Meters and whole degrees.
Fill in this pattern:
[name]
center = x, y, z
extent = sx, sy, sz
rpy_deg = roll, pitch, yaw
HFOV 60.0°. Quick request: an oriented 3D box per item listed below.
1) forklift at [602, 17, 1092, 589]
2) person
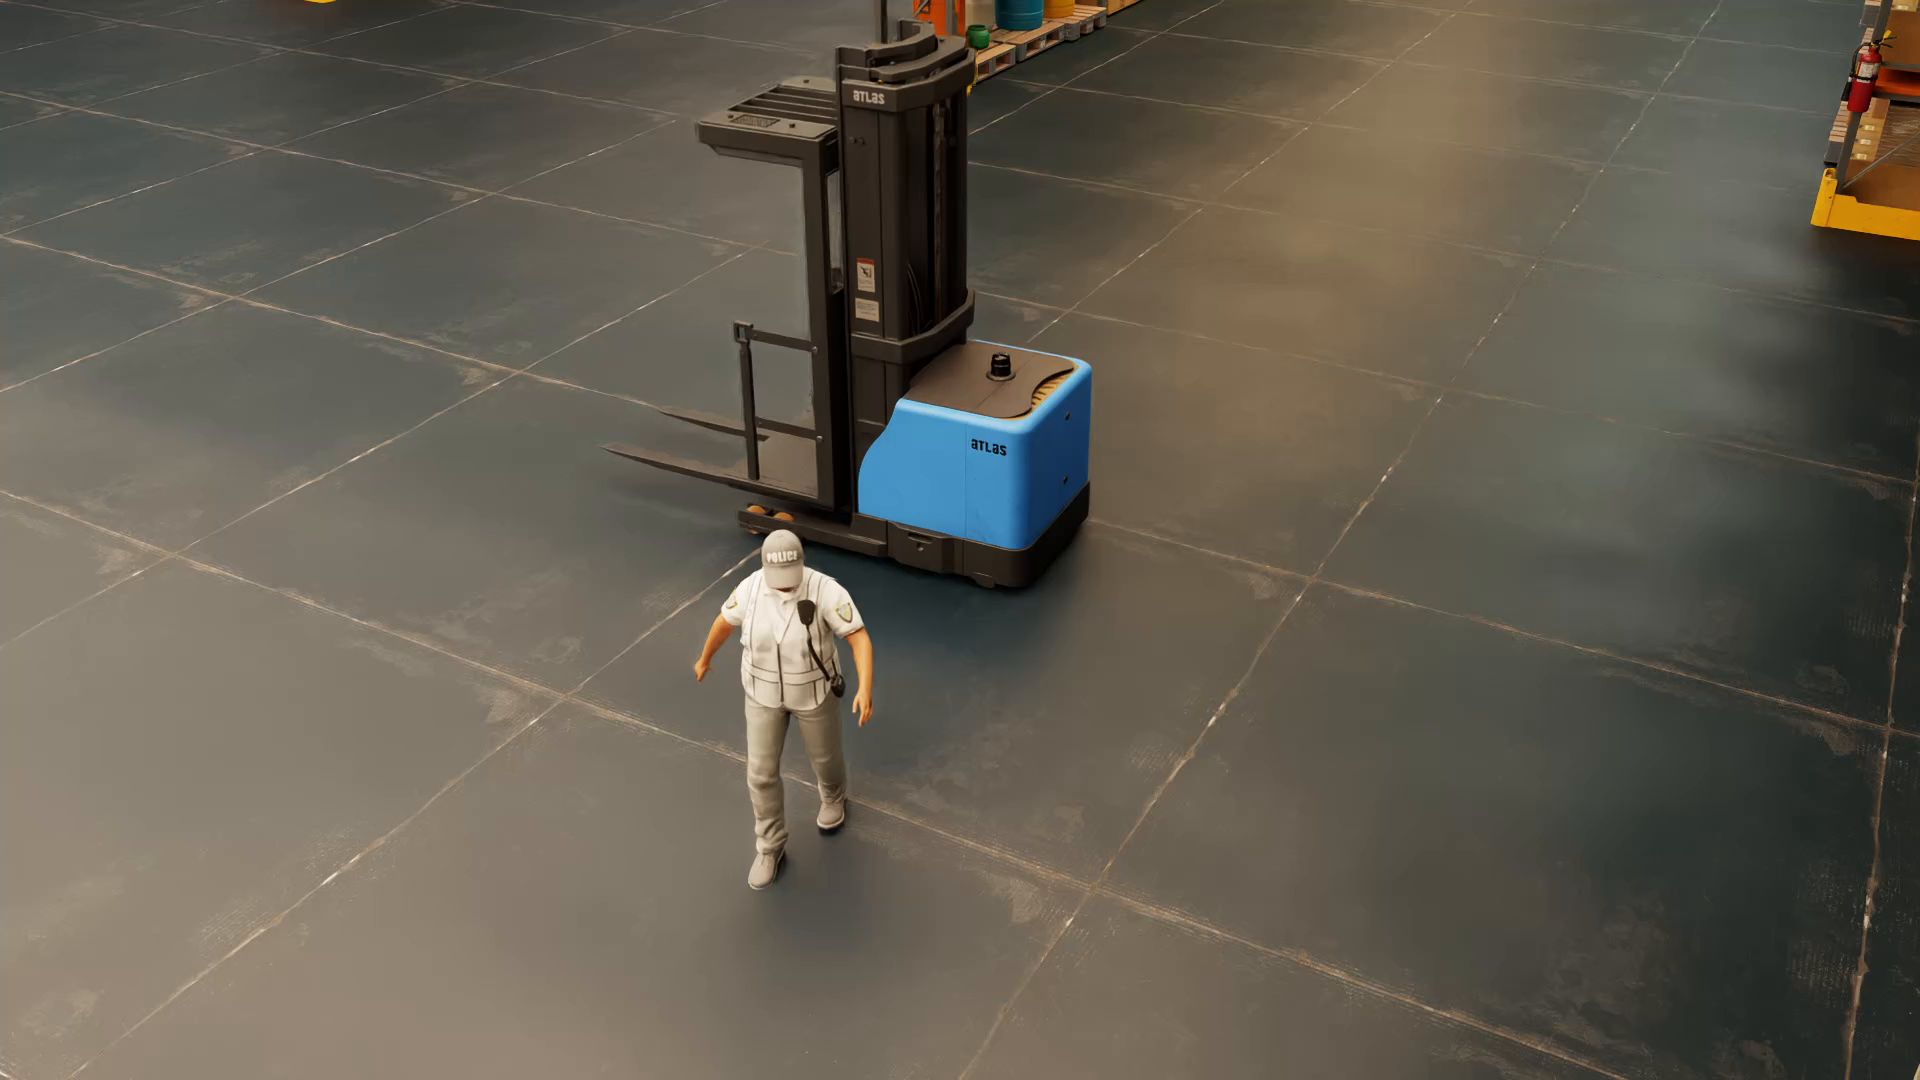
[forklift]
center = -0.773, -1.488, 9.649
extent = 3.031, 2.935, 1.130
rpy_deg = 14, 33, 22
[person]
center = -0.760, 0.684, 7.203
extent = 0.894, 1.643, 0.722
rpy_deg = 4, 30, 7
